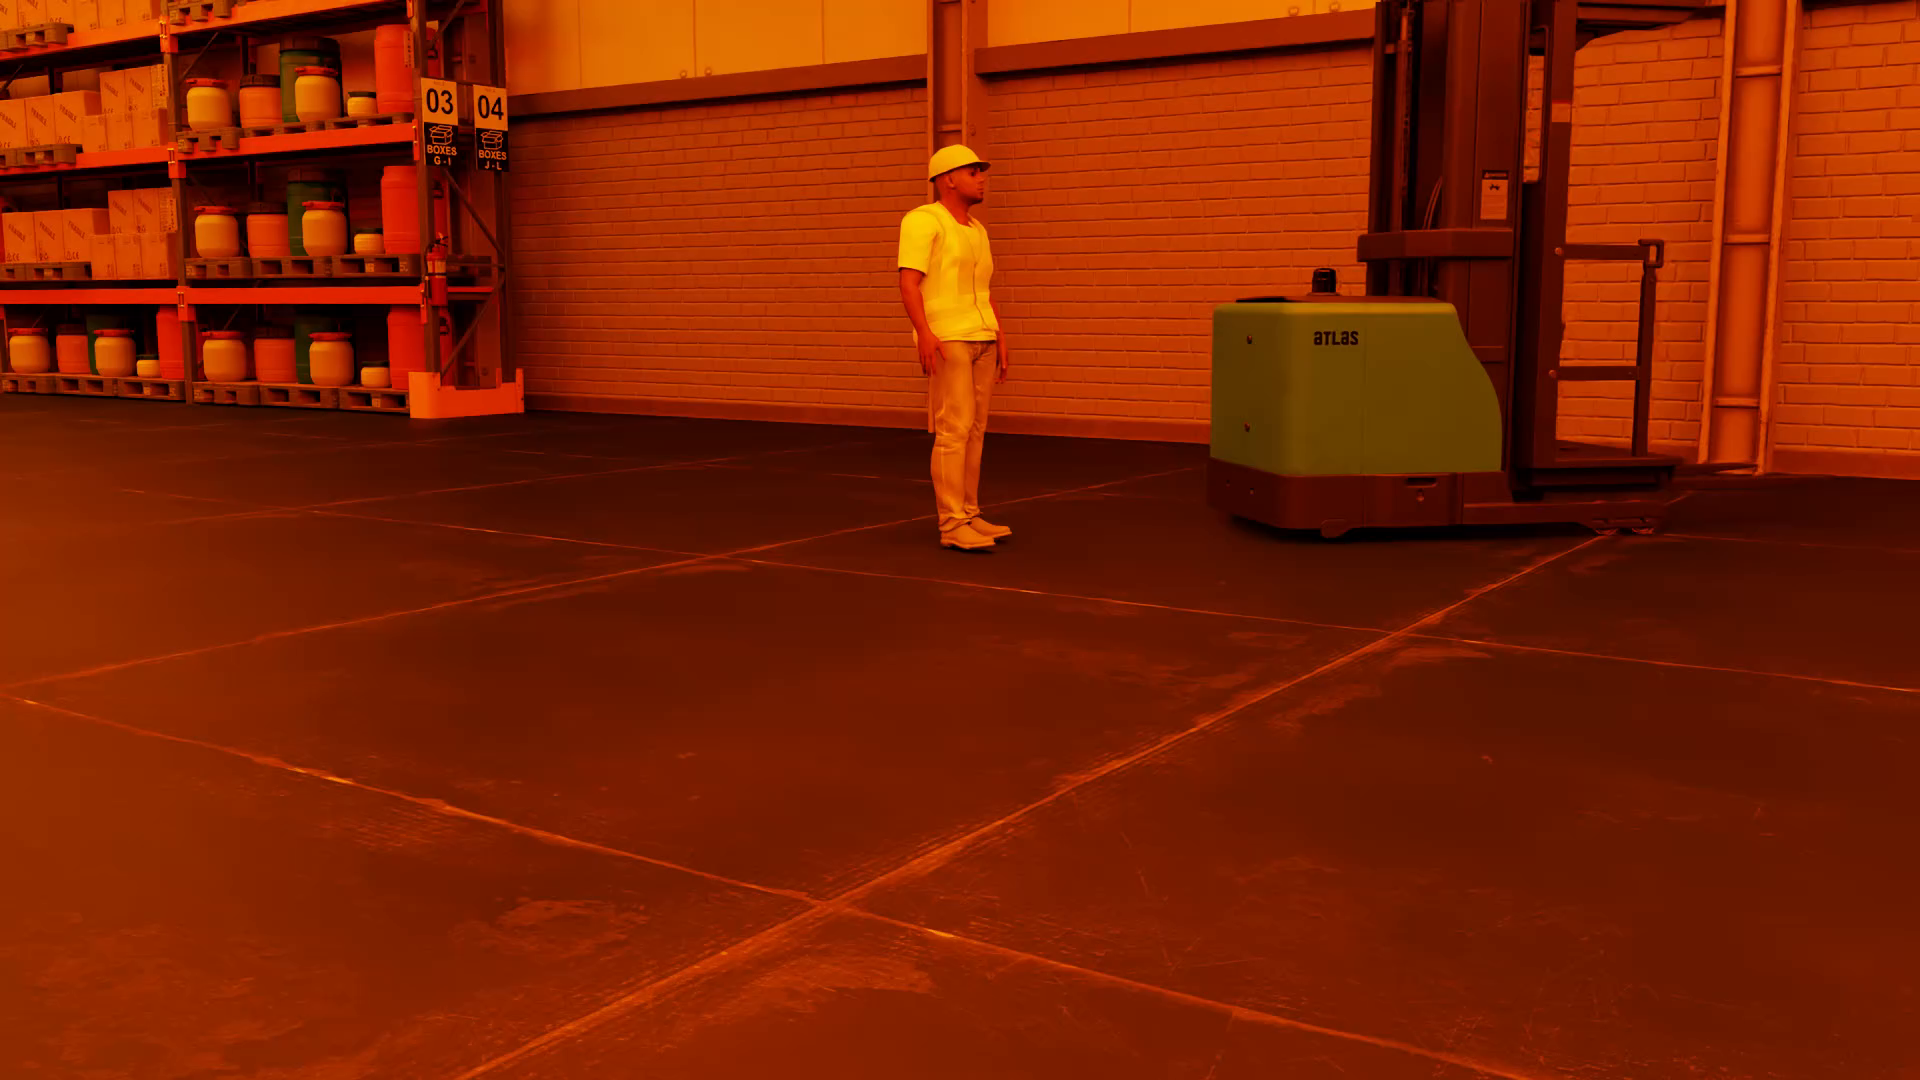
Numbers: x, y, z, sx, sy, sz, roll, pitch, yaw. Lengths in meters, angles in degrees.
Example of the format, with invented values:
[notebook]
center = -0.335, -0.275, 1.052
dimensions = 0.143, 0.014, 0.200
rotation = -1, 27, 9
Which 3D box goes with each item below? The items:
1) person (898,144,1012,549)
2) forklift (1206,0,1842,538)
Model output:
[person]
center = 0.054, -0.876, 7.435
dimensions = 0.577, 1.765, 0.666
rotation = 5, 10, 34
[forklift]
center = 2.806, -1.541, 8.031
dimensions = 3.031, 2.935, 1.130
rotation = -2, 8, -12
